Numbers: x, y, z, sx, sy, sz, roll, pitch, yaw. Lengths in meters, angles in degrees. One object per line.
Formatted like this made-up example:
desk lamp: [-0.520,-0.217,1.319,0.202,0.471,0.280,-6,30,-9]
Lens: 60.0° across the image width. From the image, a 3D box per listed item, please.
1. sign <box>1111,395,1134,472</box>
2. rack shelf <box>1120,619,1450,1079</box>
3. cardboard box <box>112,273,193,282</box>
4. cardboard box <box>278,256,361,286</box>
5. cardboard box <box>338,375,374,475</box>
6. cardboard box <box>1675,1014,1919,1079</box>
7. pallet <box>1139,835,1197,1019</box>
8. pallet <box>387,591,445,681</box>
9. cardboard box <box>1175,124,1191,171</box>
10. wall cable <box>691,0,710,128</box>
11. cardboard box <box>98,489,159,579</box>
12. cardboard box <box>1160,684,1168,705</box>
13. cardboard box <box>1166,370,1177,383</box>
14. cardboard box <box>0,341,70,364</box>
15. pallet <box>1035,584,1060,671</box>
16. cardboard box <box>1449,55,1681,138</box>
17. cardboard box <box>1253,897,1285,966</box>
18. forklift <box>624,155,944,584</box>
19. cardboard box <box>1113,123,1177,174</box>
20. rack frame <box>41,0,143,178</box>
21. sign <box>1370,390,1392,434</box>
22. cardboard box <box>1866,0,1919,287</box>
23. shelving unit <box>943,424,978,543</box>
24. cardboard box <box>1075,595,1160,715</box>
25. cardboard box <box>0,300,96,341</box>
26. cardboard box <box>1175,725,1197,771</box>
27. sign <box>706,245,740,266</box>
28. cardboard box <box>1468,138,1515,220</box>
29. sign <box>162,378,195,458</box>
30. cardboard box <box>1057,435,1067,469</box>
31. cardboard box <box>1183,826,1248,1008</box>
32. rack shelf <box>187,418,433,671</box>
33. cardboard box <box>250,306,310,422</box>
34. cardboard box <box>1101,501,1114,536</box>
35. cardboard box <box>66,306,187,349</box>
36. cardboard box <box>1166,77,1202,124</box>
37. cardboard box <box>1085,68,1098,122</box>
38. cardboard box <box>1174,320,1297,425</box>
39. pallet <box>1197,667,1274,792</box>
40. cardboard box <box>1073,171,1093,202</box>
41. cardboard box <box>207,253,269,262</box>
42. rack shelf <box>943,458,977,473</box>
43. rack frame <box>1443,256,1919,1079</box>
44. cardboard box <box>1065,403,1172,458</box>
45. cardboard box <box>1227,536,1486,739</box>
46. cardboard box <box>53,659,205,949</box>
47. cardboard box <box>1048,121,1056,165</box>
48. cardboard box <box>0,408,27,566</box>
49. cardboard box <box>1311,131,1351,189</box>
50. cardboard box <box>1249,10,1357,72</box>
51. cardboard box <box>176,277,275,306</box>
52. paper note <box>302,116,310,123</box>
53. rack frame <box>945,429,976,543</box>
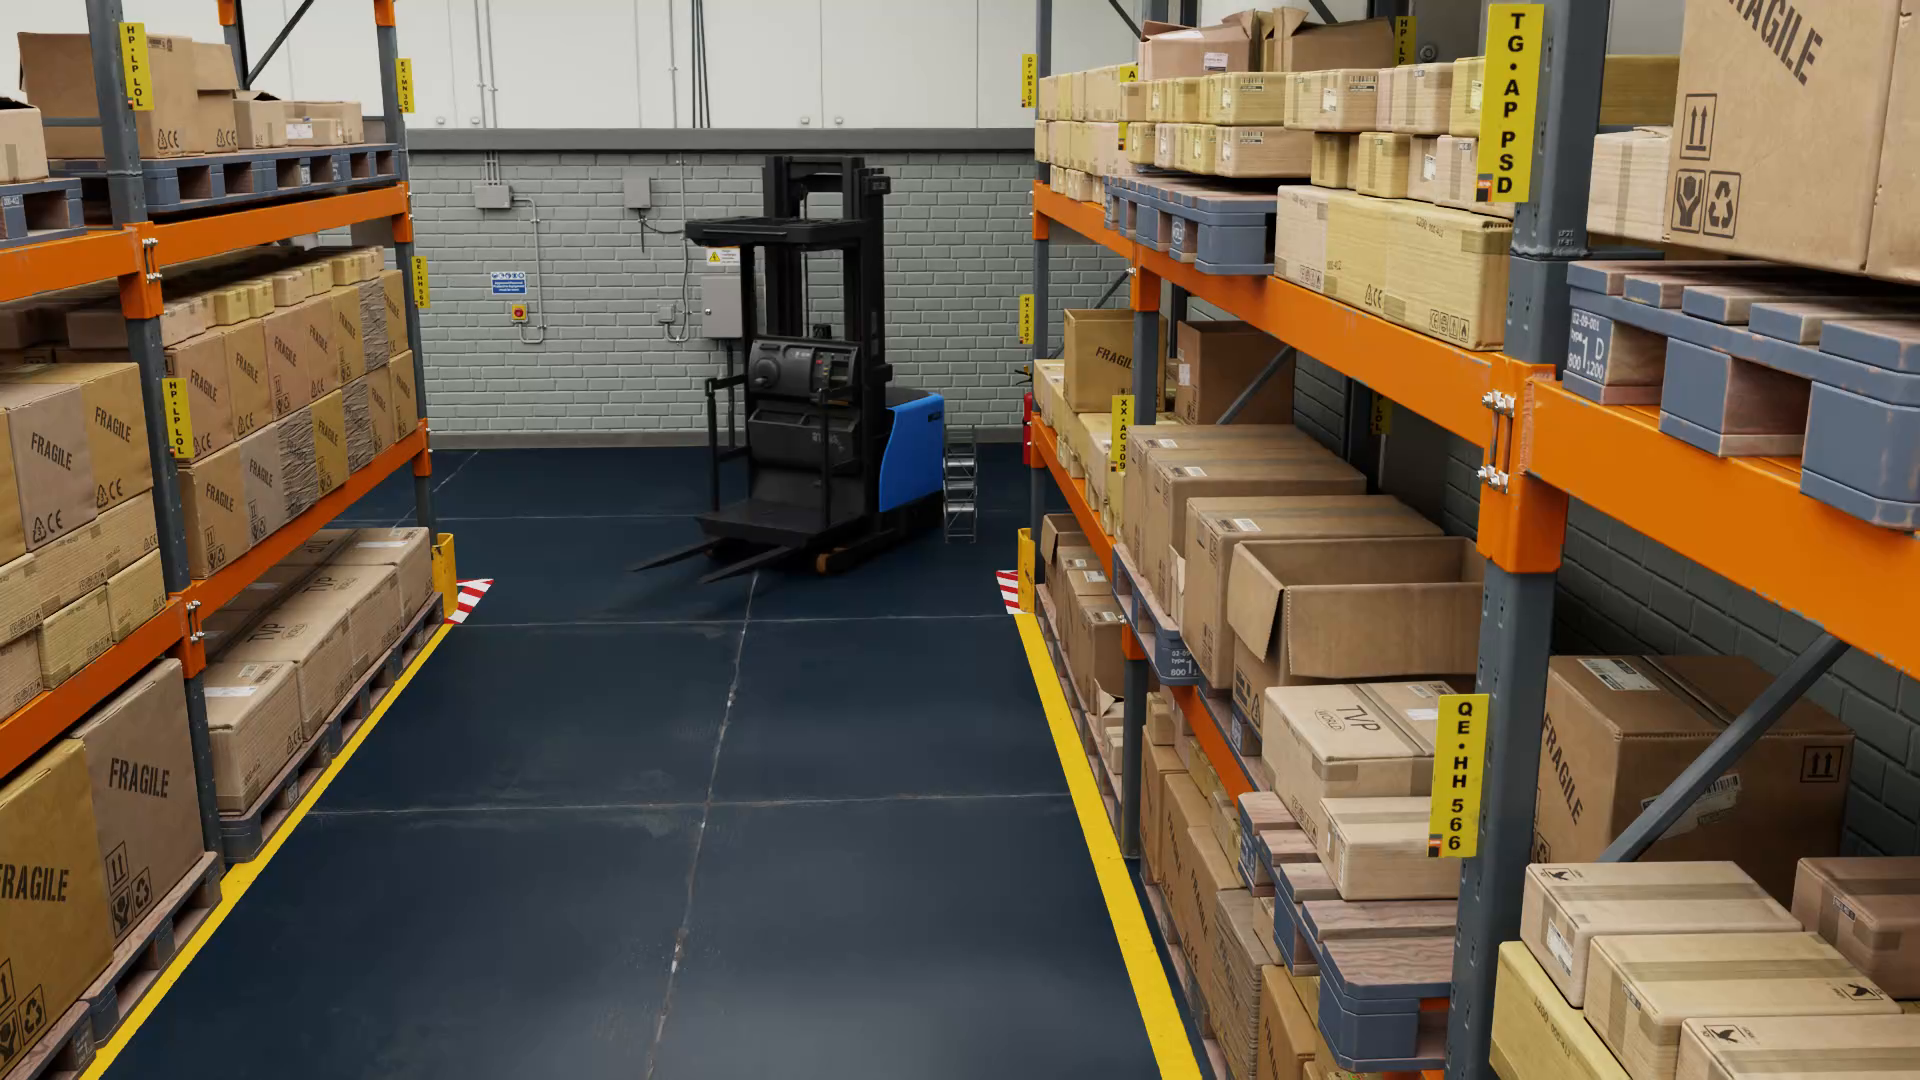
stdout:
sign: [0.688,-0.448,7.011,0.100,0.325,0.005,-1,14,-3]
rack shelf: [1.353,0.807,5.315,1.077,0.370,4.000,-1,14,-3]
cardboard box: [-4.107,-1.260,8.394,0.380,0.149,0.250,-1,14,-3]
cardboard box: [-3.636,-1.528,9.437,0.380,0.149,0.250,-1,14,-2]
cardboard box: [-3.620,-0.636,9.278,0.500,0.500,0.500,0,14,-2]
cardboard box: [1.262,0.807,2.369,0.380,0.149,0.250,0,14,-2]
pallet: [1.318,1.513,6.722,1.003,0.211,1.213,-1,14,-3]
pallet: [-3.845,0.592,10.303,1.003,0.211,1.213,-1,14,-3]
cardboard box: [0.917,-1.288,5.452,0.380,0.149,0.250,-1,14,-4]
wall cable: [-1.072,-5.335,15.626,2.988,3.039,0.133,-1,14,-3]
cardboard box: [-3.454,-0.025,6.402,0.500,0.250,0.500,-1,14,-3]
cardboard box: [1.047,0.602,6.941,0.380,0.149,0.250,-1,14,-4]
cardboard box: [1.306,-0.867,10.080,0.500,0.250,0.500,-1,14,-3]
cardboard box: [-4.029,-0.607,7.160,0.500,0.500,0.500,-1,14,-4]
pallet: [1.037,0.534,10.529,1.003,0.211,1.213,-1,14,-3]
cardboard box: [1.161,-0.843,3.165,0.380,0.149,0.250,0,14,-2]
cardboard box: [1.140,1.200,5.216,0.380,0.149,0.250,-2,15,-6]
forklift: [-1.266,-1.287,12.146,1.130,2.935,3.031,8,16,28]
cardboard box: [0.950,-1.679,7.218,0.500,0.250,0.500,-1,14,-3]
rack frame: [-3.724,-2.867,6.110,1.000,3.000,0.127,-1,14,-3]
sign: [1.783,-0.609,7.051,0.100,0.325,0.005,-1,14,-3]
cardboard box: [1.410,-0.489,1.645,0.700,0.500,0.500,-1,14,-5]
shelving unit: [-0.001,-0.438,12.922,0.258,0.900,0.210,-1,14,-3]
cardboard box: [1.003,0.598,8.855,0.700,0.500,0.500,-1,14,-6]
cardboard box: [-3.969,-0.947,7.179,0.380,0.149,0.250,-1,14,-2]
cardboard box: [1.081,0.815,6.711,0.380,0.149,0.250,-1,14,-5]
sign: [-2.307,-2.805,16.252,0.339,0.242,0.001,-1,14,-3]
cardboard box: [1.215,-0.702,3.216,0.380,0.149,0.250,-1,14,-2]
sign: [-3.183,-0.495,6.765,0.100,0.325,0.005,-1,14,-3]
cardboard box: [0.758,-0.505,9.474,0.380,0.149,0.250,-1,14,-5]
cardboard box: [1.104,1.348,5.940,0.500,0.500,0.500,-1,14,-5]
rack shelf: [-3.848,-0.111,8.880,1.077,0.370,4.000,-1,14,-3]
cardboard box: [-3.558,-0.870,8.180,0.500,0.500,0.500,-1,14,-2]
cardboard box: [0.880,-0.122,7.983,0.380,0.149,0.250,-1,14,-2]
cardboard box: [-3.485,-0.891,6.960,0.380,0.149,0.250,-1,14,-4]
cardboard box: [0.914,-1.492,5.651,0.380,0.149,0.250,-1,14,-4]
cardboard box: [0.895,-2.179,8.158,0.500,0.250,0.500,-1,14,-2]
cardboard box: [1.403,-0.848,8.502,0.500,0.500,0.500,-1,14,-5]
pallet: [1.352,0.565,5.196,1.003,0.211,1.213,-1,14,-3]
cardboard box: [0.788,-1.837,8.632,0.380,0.149,0.250,-1,14,-2]
cardboard box: [-4.238,-1.580,9.639,0.380,0.149,0.250,0,14,-2]
rack shelf: [-0.001,-0.580,12.886,0.258,0.077,0.200,-1,14,-3]
rack frame: [1.477,0.956,3.292,1.000,3.000,0.127,-1,14,-3]
cardboard box: [0.860,-0.610,9.082,0.500,0.250,0.500,-1,14,-5]
cardboard box: [1.192,0.299,4.794,0.797,0.503,0.637,-1,14,-5]
cardboard box: [-3.606,1.017,6.475,0.875,0.875,0.875,0,14,-2]
cardboard box: [0.788,-2.317,9.698,0.500,0.250,0.500,-1,14,-2]
cardboard box: [-3.395,-0.132,5.313,0.500,0.500,0.500,0,14,-2]
cardboard box: [1.161,-1.022,4.461,0.380,0.149,0.250,0,14,-2]
cardboard box: [1.317,-1.892,6.371,0.396,0.266,0.258,-1,14,-4]
cardboard box: [-3.614,-1.208,8.192,0.380,0.149,0.250,-1,14,-4]
paper note: [-3.261,-2.101,8.302,0.006,0.032,0.123,-1,14,-3]
rack frame: [0.006,-0.413,12.824,0.240,0.900,0.006,-1,14,-3]
